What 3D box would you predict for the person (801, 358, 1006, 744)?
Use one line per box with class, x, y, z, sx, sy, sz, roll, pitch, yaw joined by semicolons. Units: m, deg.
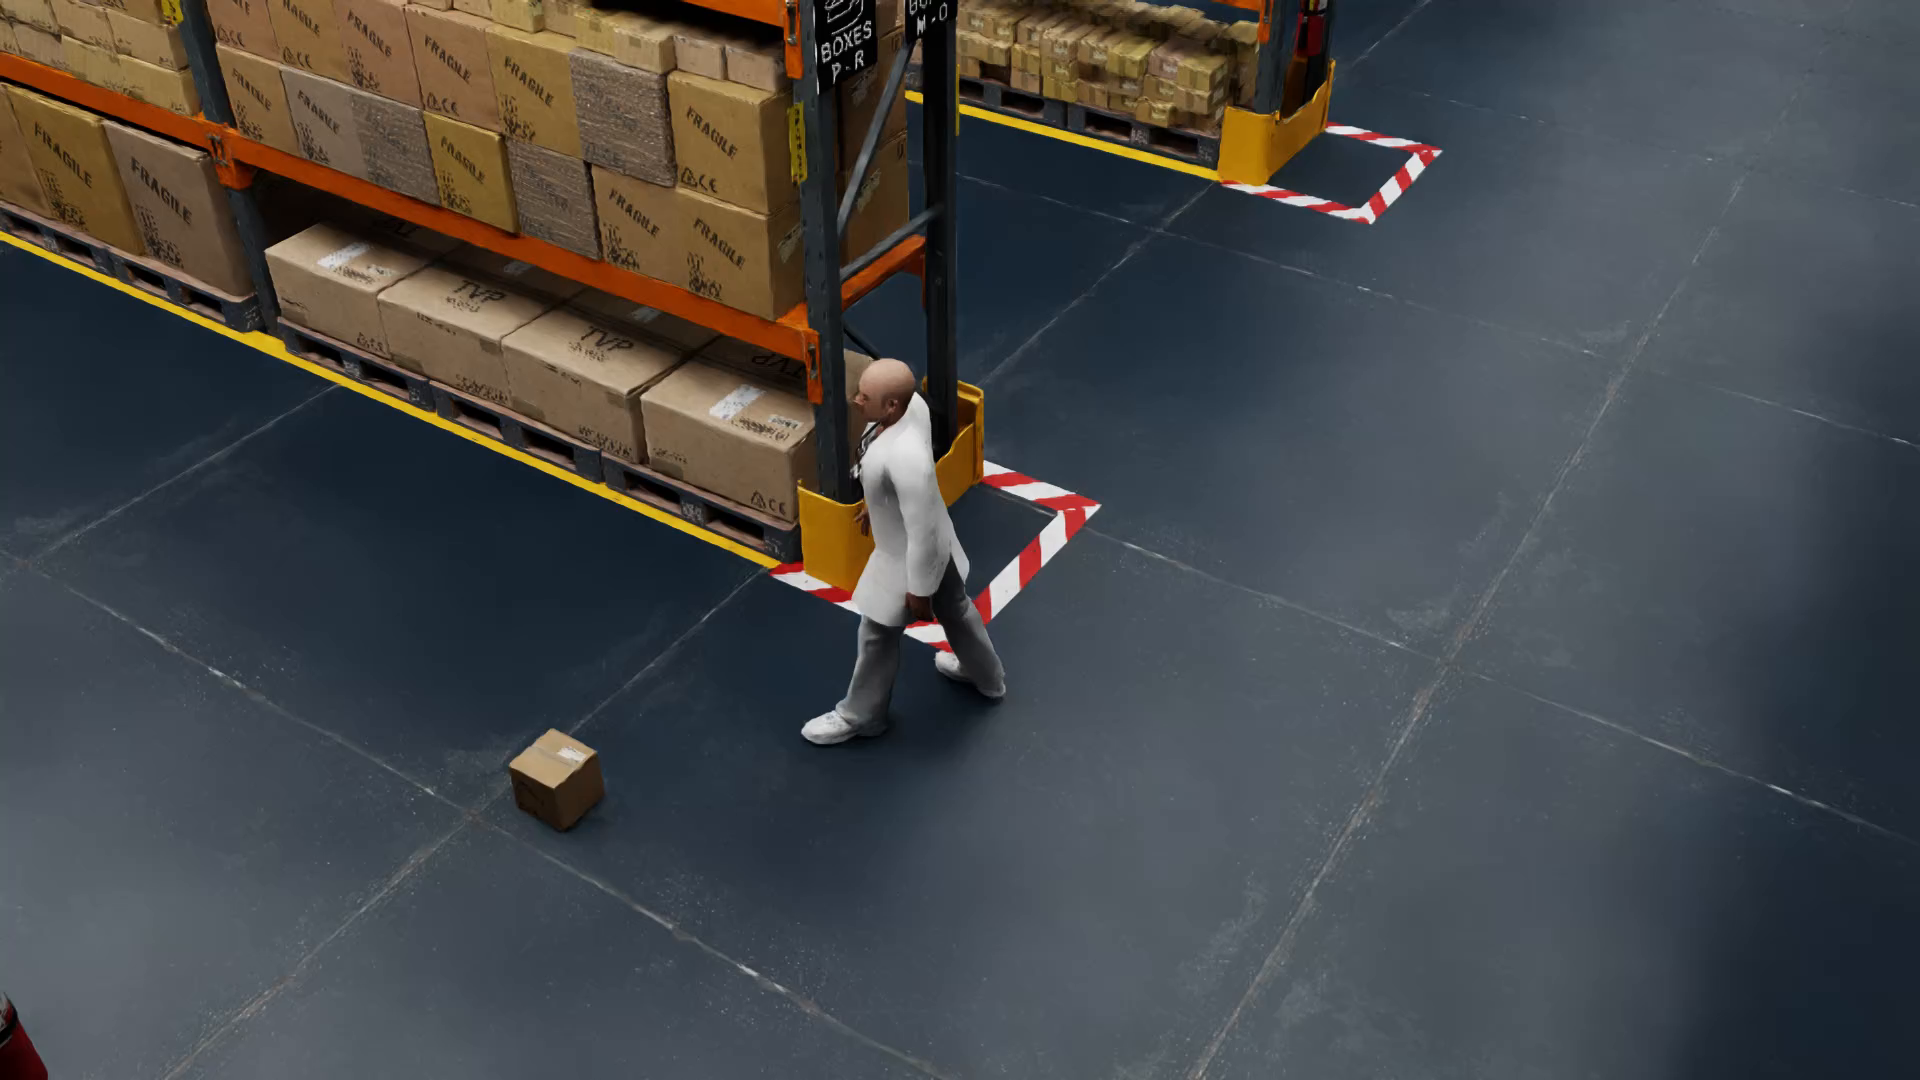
person;-0.229;0.033;6.664;0.848;1.758;0.653;2;38;3
